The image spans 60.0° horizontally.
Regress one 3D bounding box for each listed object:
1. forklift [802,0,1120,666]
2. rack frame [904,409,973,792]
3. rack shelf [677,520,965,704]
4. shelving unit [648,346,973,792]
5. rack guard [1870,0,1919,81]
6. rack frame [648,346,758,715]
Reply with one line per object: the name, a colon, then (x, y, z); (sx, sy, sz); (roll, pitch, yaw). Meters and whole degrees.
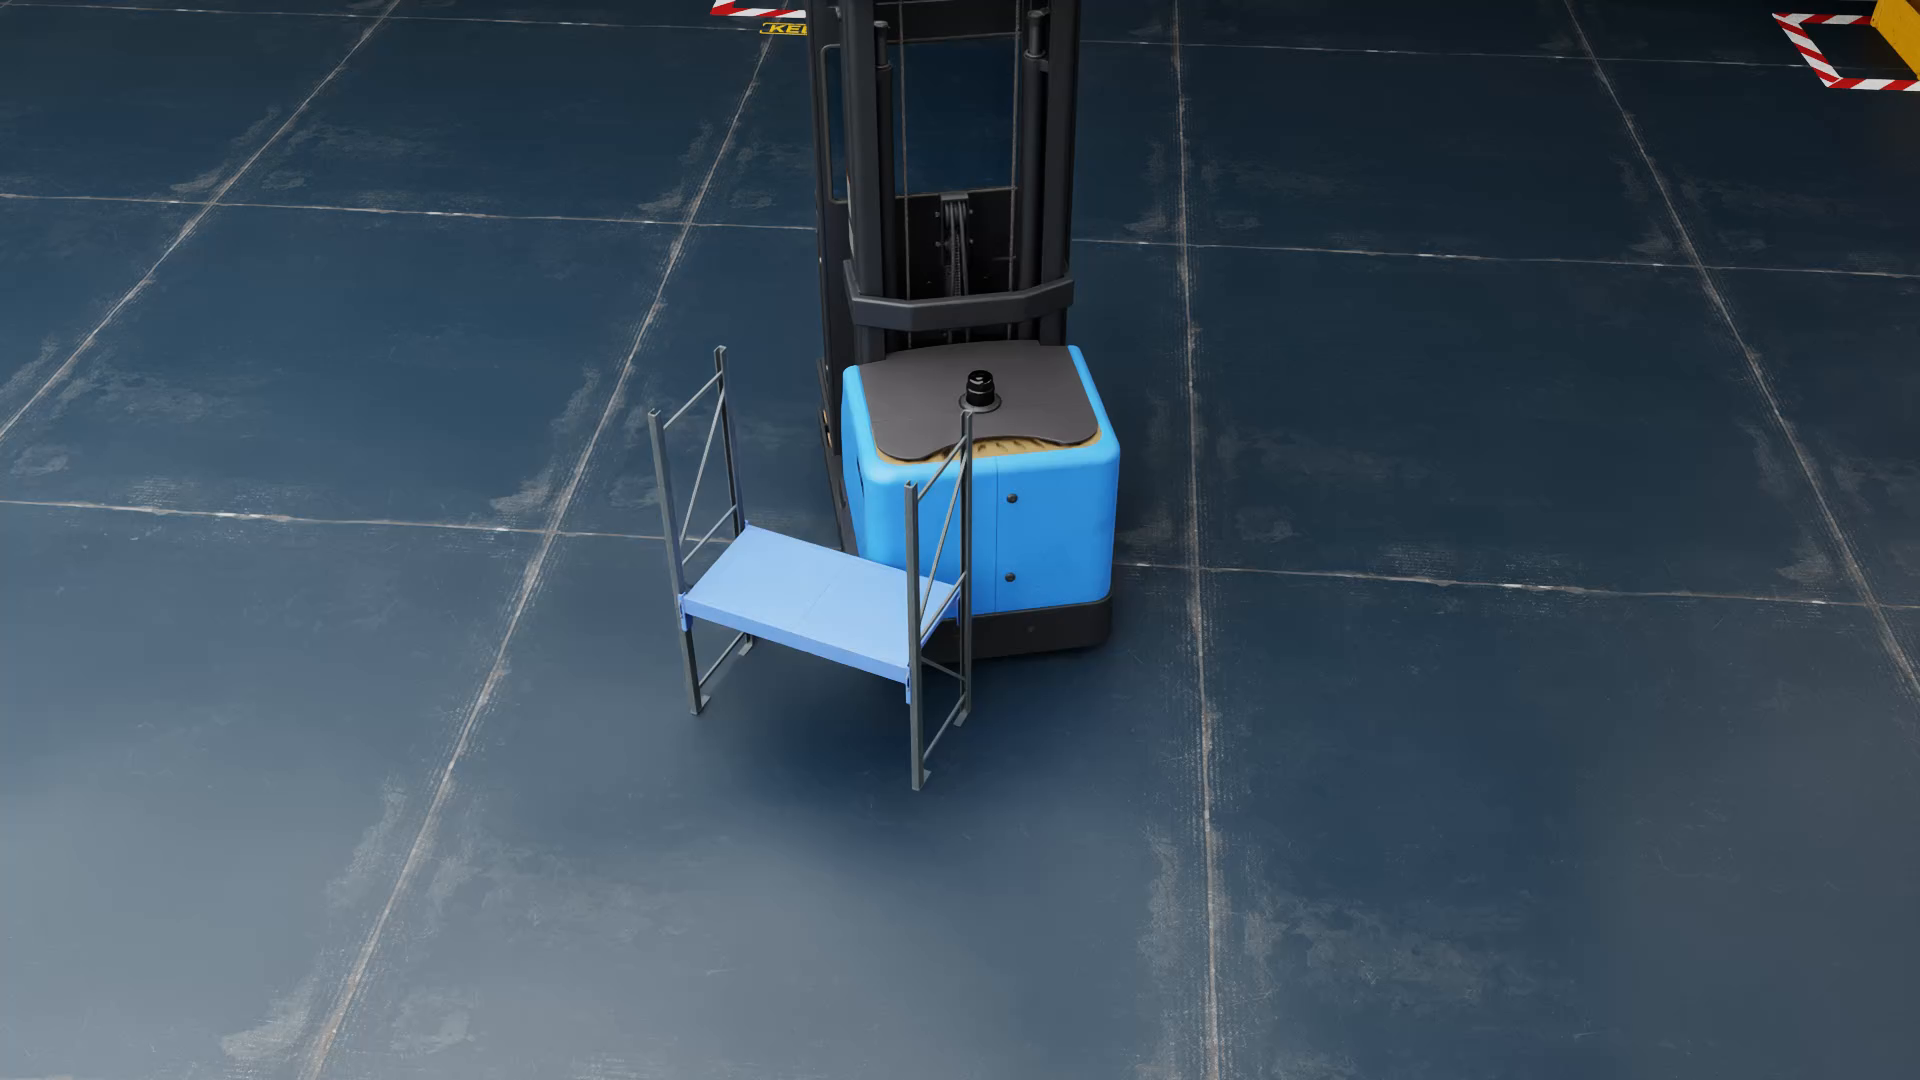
forklift: (-0.105, -1.529, 7.306); (1.130, 2.935, 3.031); (-6, 40, -7)
rack frame: (-0.071, 0.261, 6.242); (0.032, 1.500, 0.500); (16, 42, 19)
rack shelf: (-0.534, 0.267, 6.519); (1.000, 0.185, 0.538); (16, 42, 19)
shelving unit: (-0.534, 0.128, 6.405); (1.048, 1.500, 0.538); (16, 42, 19)
rack guard: (6.986, -3.748, 11.959); (0.348, 0.500, 1.175); (3, 39, 4)
rack frame: (-0.996, -0.005, 6.568); (0.032, 1.500, 0.500); (16, 42, 19)
